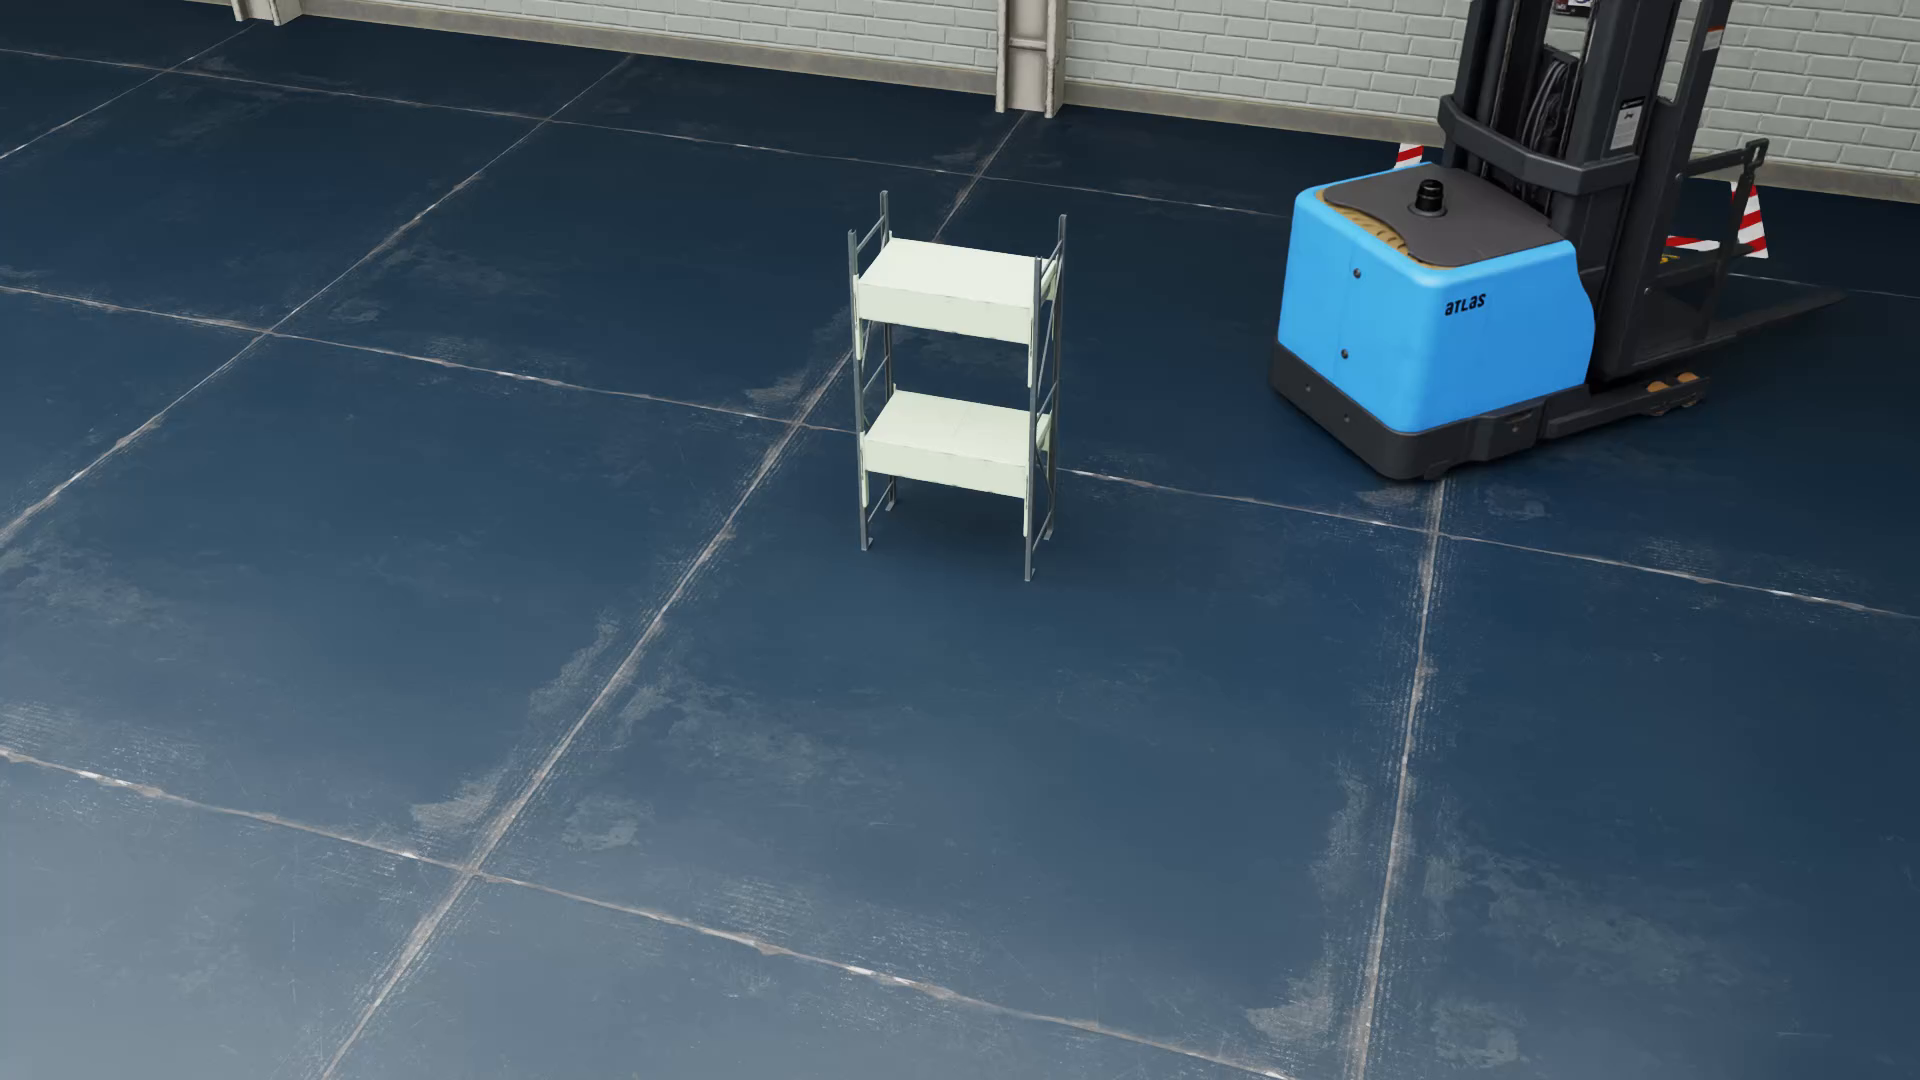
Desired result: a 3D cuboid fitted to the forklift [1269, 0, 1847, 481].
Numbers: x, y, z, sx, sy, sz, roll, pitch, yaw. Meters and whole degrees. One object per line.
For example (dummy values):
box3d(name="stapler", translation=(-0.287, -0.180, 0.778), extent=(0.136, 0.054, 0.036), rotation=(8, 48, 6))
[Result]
box3d(name="forklift", translation=(3.077, -2.045, 7.556), extent=(3.031, 2.935, 1.130), rotation=(-16, 39, -21))

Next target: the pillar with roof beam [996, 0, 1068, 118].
box3d(name="pillar with roof beam", translation=(-0.811, -4.116, 5.251), extent=(0.400, 9.000, 9.100), rotation=(10, 38, 14))

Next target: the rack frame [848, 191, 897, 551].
box3d(name="rack frame", translation=(-0.356, -0.670, 6.895), extent=(0.023, 1.500, 0.400), rotation=(10, 38, 14))

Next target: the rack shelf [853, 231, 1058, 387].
box3d(name="rack shelf", translation=(-0.006, -0.919, 6.576), extent=(0.720, 0.370, 0.431), rotation=(10, 38, 14))

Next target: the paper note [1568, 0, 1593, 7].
box3d(name="paper note", translation=(3.704, -3.249, 9.877), extent=(0.142, 0.148, 0.016), rotation=(10, 38, 14))

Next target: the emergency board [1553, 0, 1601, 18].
box3d(name="emergency board", translation=(3.852, -3.533, 9.520), extent=(0.643, 1.169, 0.194), rotation=(10, 38, 14))

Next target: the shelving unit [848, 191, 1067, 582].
box3d(name="shelving unit", translation=(-0.006, -0.605, 6.807), extent=(0.755, 1.500, 0.431), rotation=(10, 38, 14))

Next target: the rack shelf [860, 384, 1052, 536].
box3d(name="rack shelf", translation=(-0.006, -0.343, 7.000), extent=(0.720, 0.370, 0.431), rotation=(10, 38, 14))

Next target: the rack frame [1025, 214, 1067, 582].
box3d(name="rack frame", translation=(0.343, -0.541, 6.719), extent=(0.023, 1.500, 0.400), rotation=(10, 38, 14))

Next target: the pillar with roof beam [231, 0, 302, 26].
box3d(name="pillar with roof beam", translation=(-6.538, -5.176, 6.692), extent=(0.400, 9.000, 9.100), rotation=(10, 38, 14))
